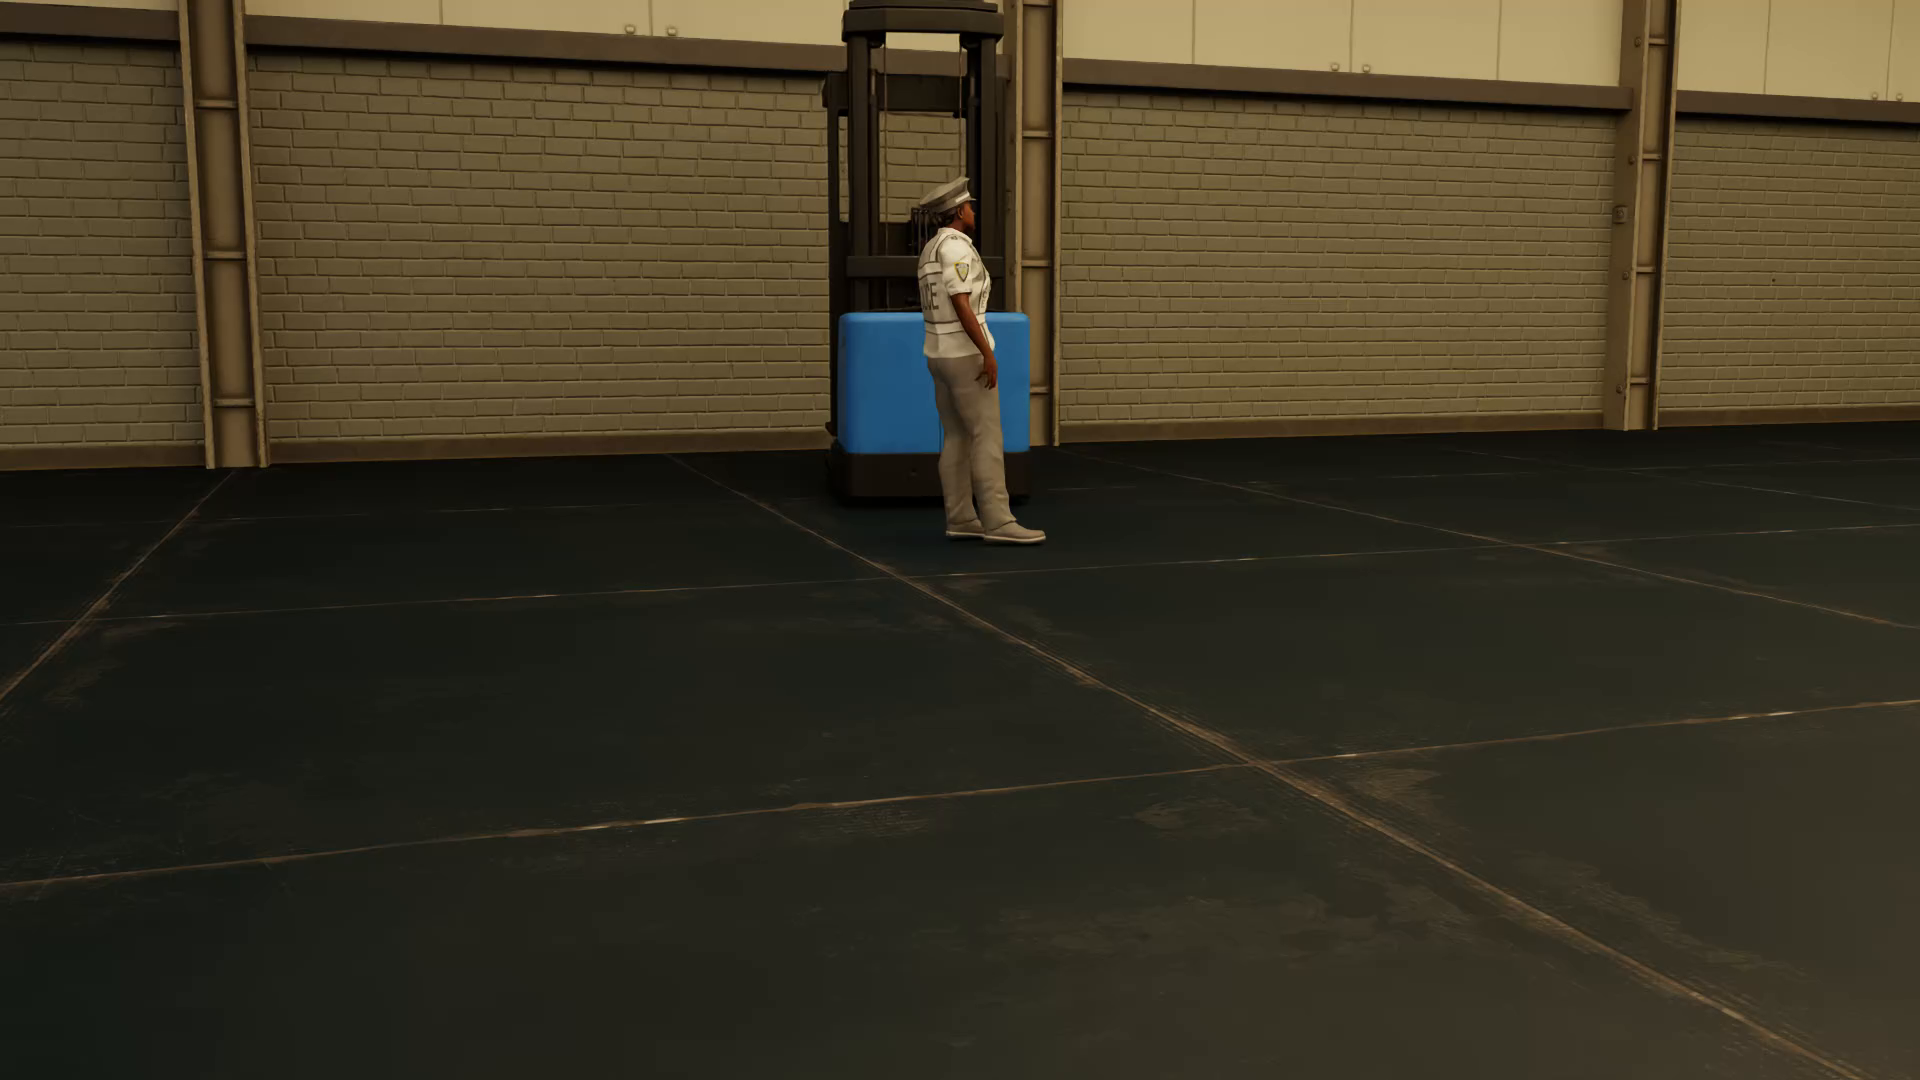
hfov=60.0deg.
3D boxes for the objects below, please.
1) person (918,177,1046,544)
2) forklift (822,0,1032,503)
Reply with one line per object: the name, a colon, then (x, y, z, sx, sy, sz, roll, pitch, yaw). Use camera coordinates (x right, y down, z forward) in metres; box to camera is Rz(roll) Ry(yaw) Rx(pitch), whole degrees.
person: (0.077, -0.848, 7.814, 0.530, 1.695, 0.570, -3, 8, -18)
forklift: (-0.293, -1.823, 10.455, 1.130, 2.935, 3.031, -1, 8, -7)
